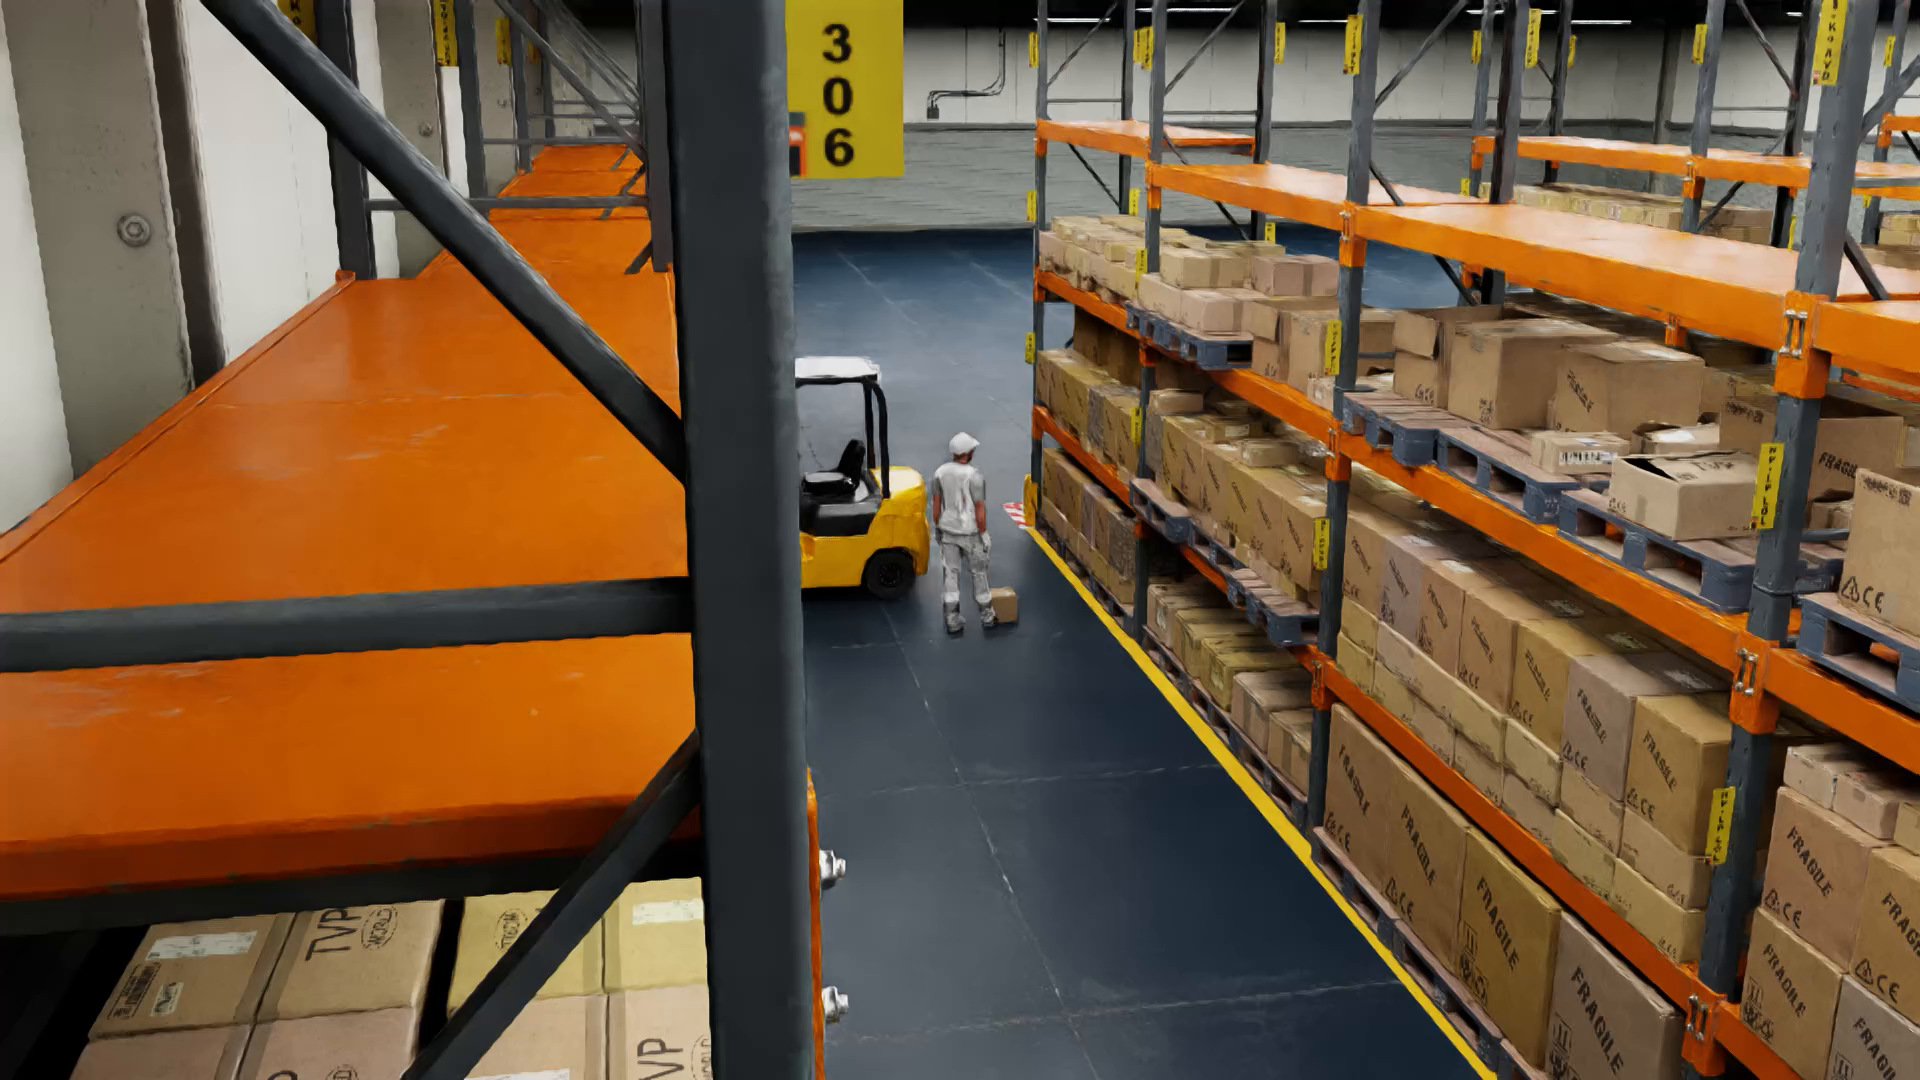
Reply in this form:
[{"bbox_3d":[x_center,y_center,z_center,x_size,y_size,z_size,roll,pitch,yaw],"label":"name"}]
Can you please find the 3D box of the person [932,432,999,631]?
[{"bbox_3d":[0.071,-0.095,14.774,0.547,1.794,0.564,10,19,30],"label":"person"}]
